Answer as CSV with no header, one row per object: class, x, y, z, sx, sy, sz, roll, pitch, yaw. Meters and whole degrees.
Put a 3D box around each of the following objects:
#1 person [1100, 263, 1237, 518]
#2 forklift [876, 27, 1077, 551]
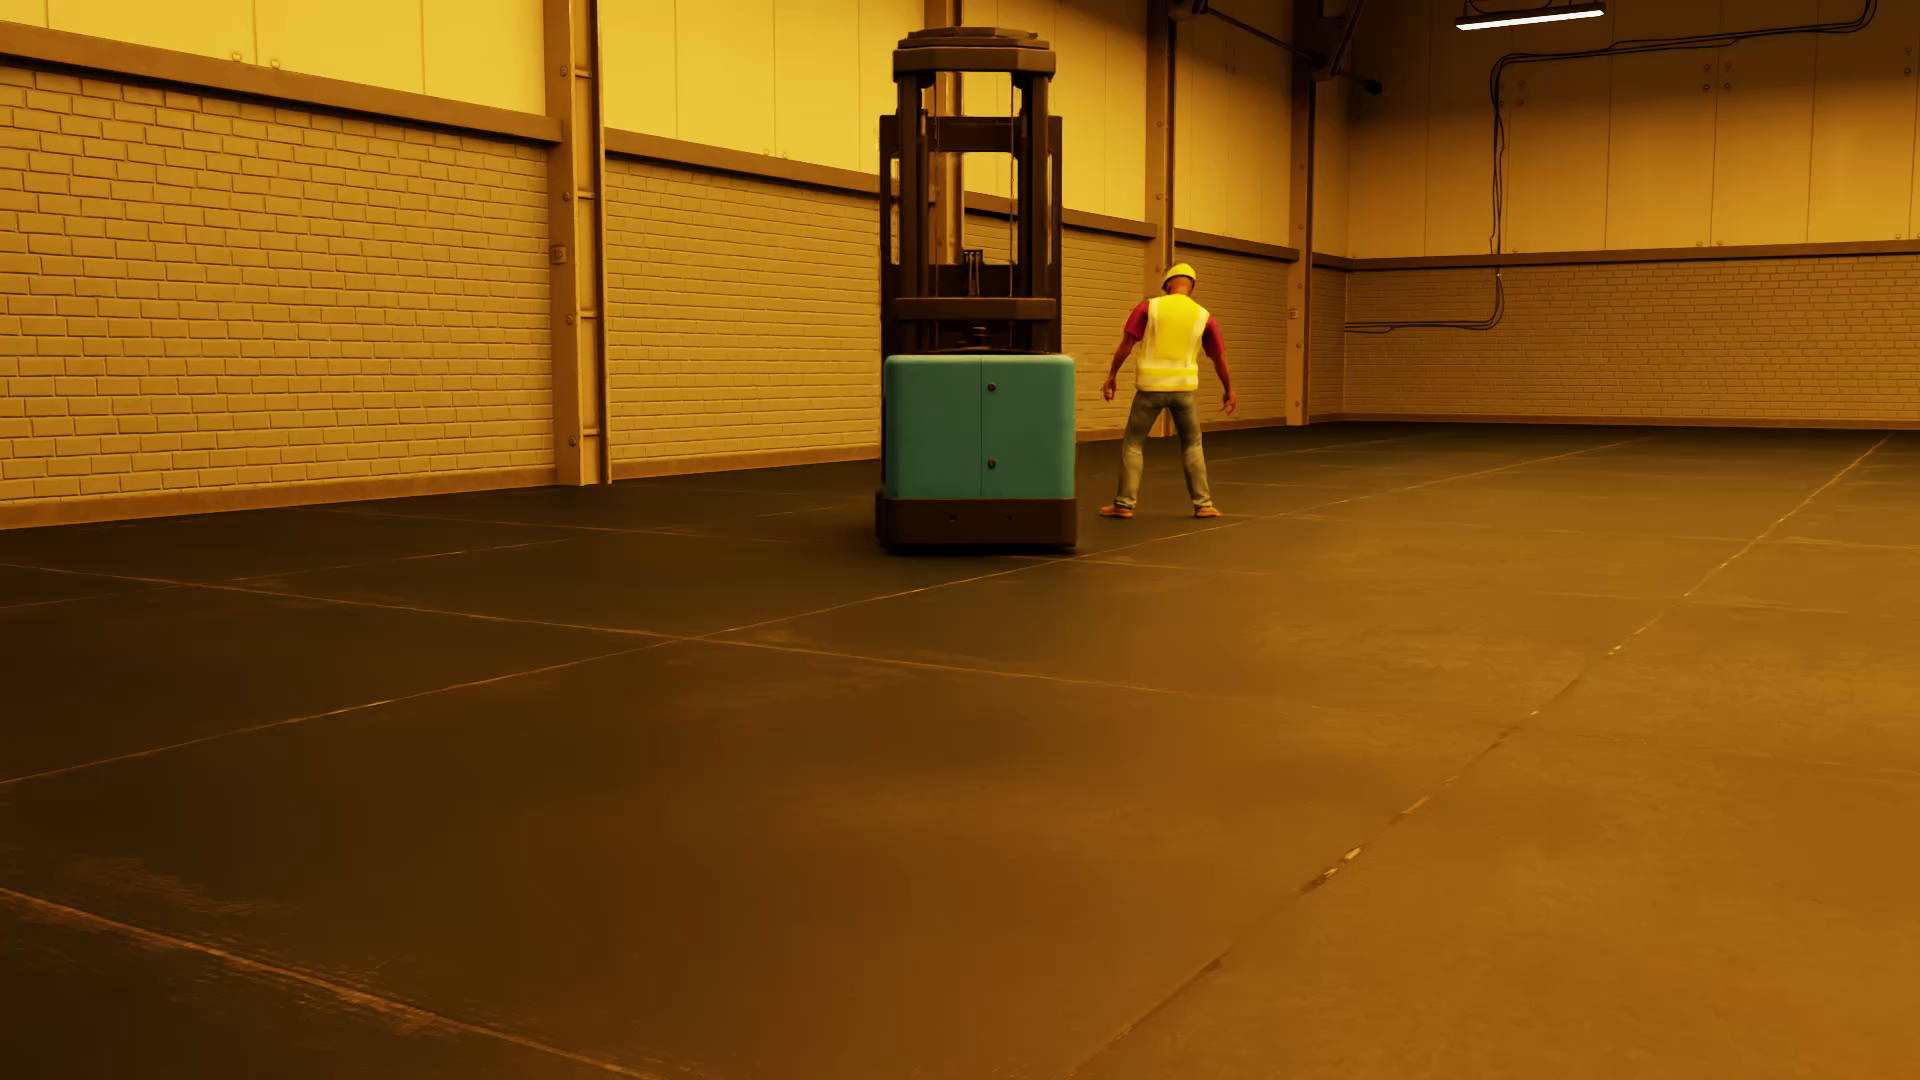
person,1.425,-1.015,11.289,0.934,1.716,0.426,0,6,-1
forklift,0.057,-1.522,10.245,1.130,2.935,3.031,0,6,-2
